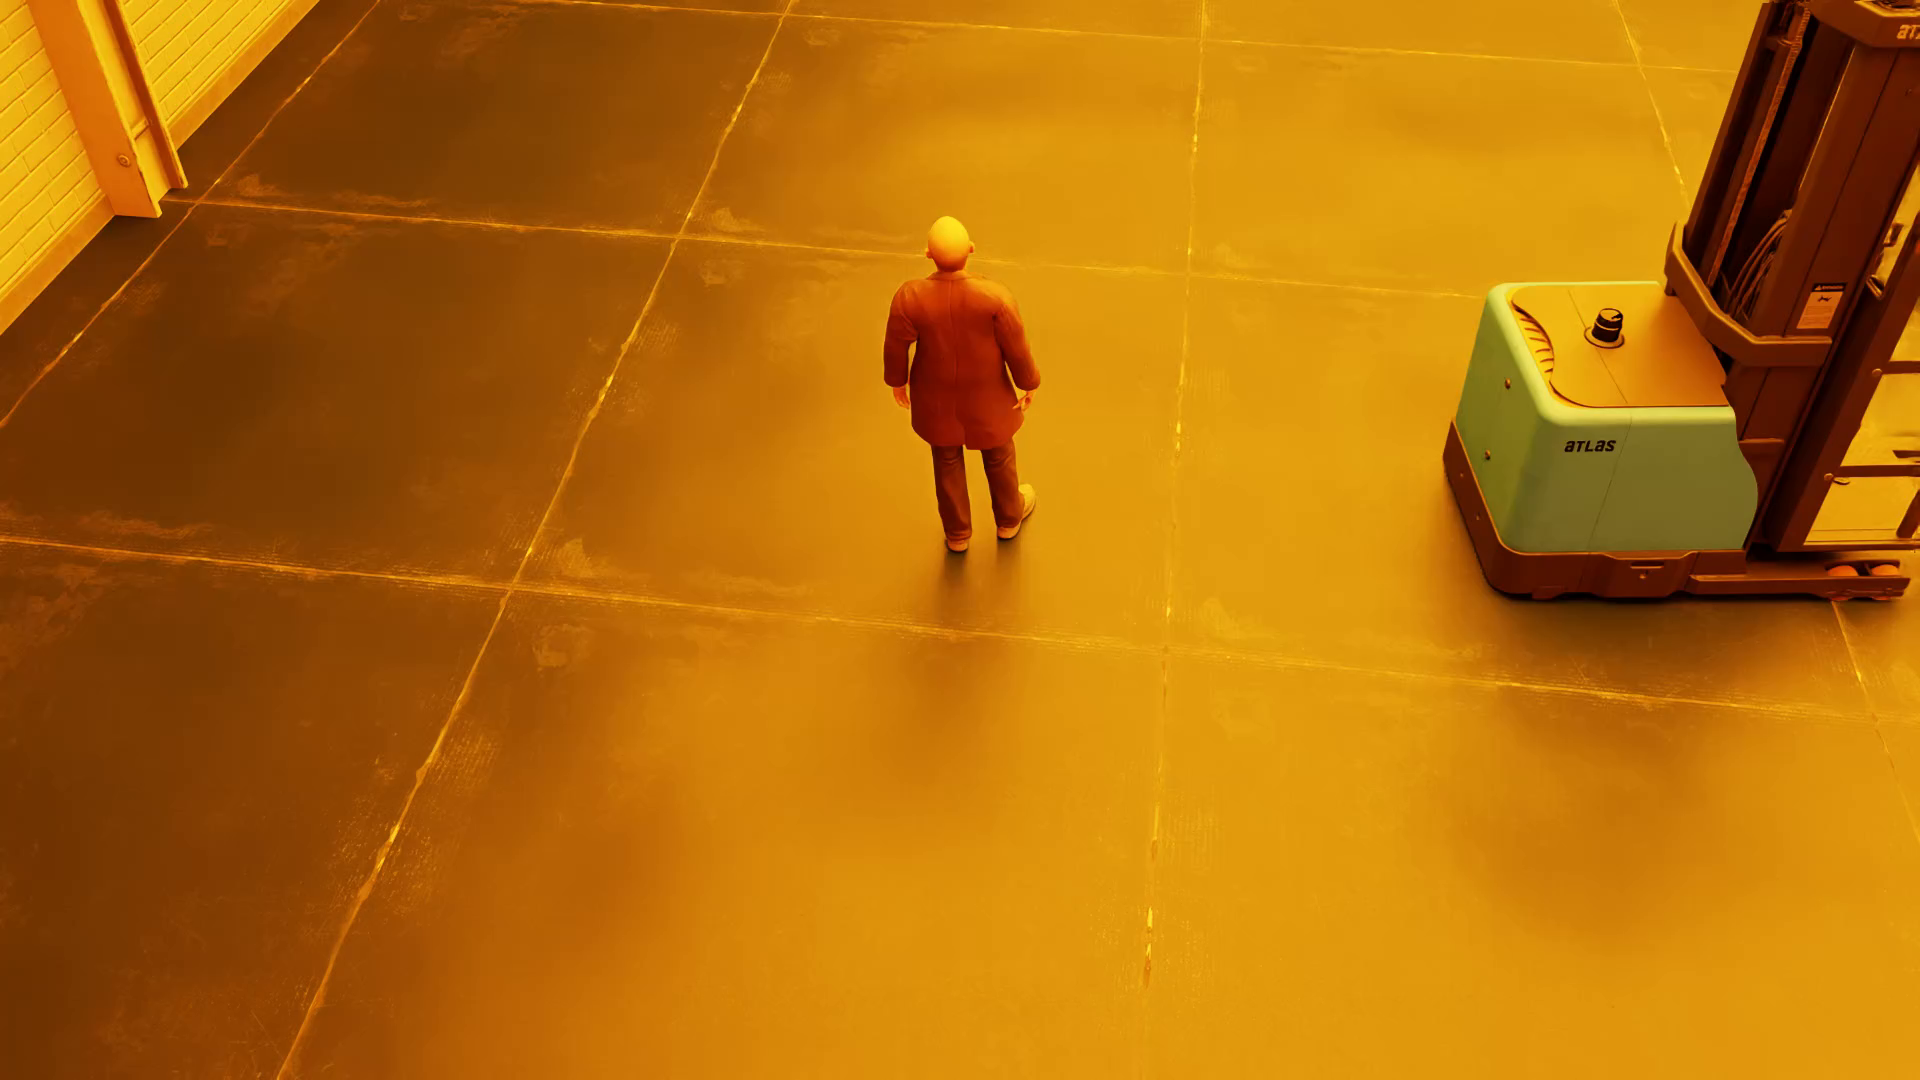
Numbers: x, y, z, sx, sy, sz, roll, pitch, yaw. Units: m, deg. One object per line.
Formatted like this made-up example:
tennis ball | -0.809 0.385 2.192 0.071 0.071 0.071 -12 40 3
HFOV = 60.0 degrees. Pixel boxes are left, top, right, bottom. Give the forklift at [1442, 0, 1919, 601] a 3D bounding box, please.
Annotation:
forklift | 3.910 -1.162 6.989 3.031 2.935 1.130 -1 43 -1

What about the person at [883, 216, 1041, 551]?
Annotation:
person | 0.017 -0.720 7.350 0.696 1.775 0.582 5 43 6
